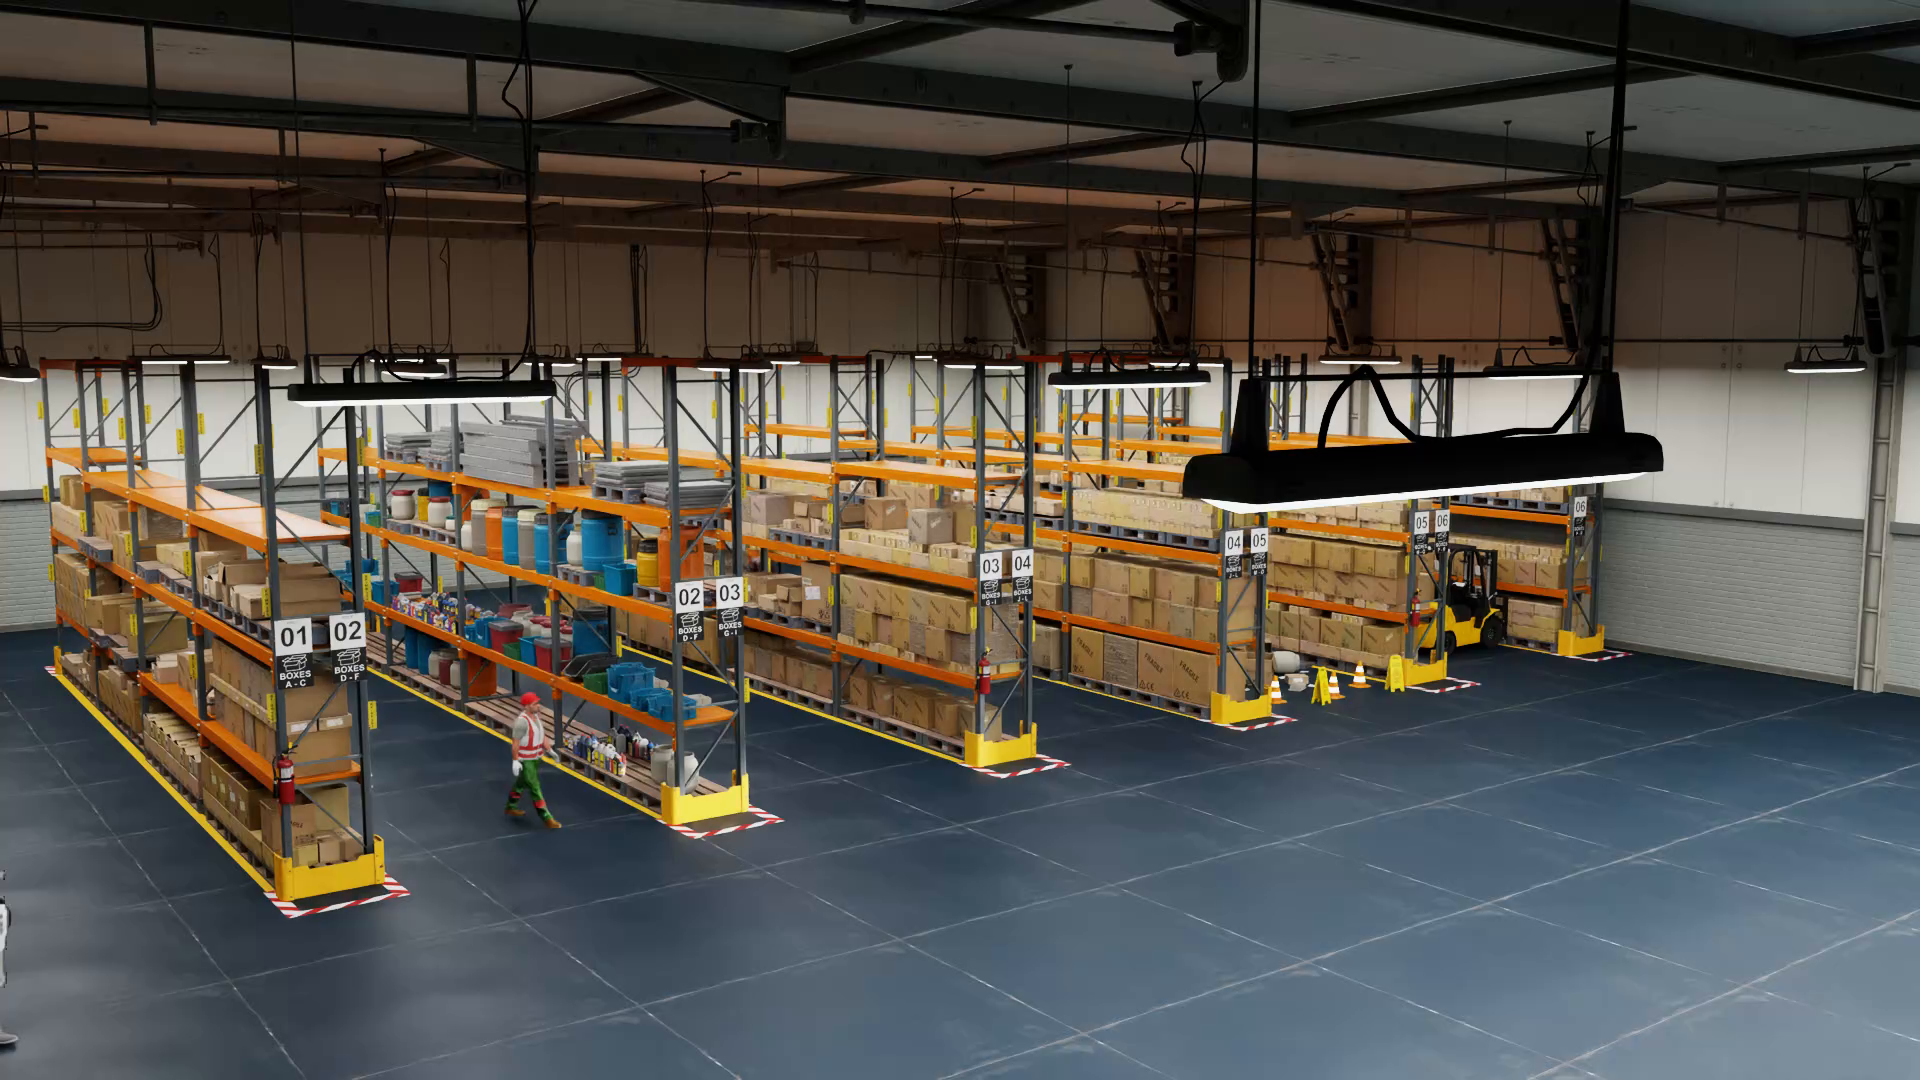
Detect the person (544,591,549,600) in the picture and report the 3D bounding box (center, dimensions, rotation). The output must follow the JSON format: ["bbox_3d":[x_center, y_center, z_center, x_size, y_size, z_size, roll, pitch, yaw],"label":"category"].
[{"bbox_3d":[-9.660,0.808,39.325,0.451,1.583,0.428,1,7,5],"label":"person"}]

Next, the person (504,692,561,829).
[{"bbox_3d":[-5.578,2.837,21.737,1.093,1.720,0.632,3,8,26],"label":"person"}]

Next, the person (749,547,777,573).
[{"bbox_3d":[-4.372,0.987,37.174,0.637,1.718,1.103,-5,8,-35],"label":"person"}]

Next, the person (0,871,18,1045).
[{"bbox_3d":[-8.915,3.715,15.025,0.805,1.626,0.482,0,7,0],"label":"person"}]
